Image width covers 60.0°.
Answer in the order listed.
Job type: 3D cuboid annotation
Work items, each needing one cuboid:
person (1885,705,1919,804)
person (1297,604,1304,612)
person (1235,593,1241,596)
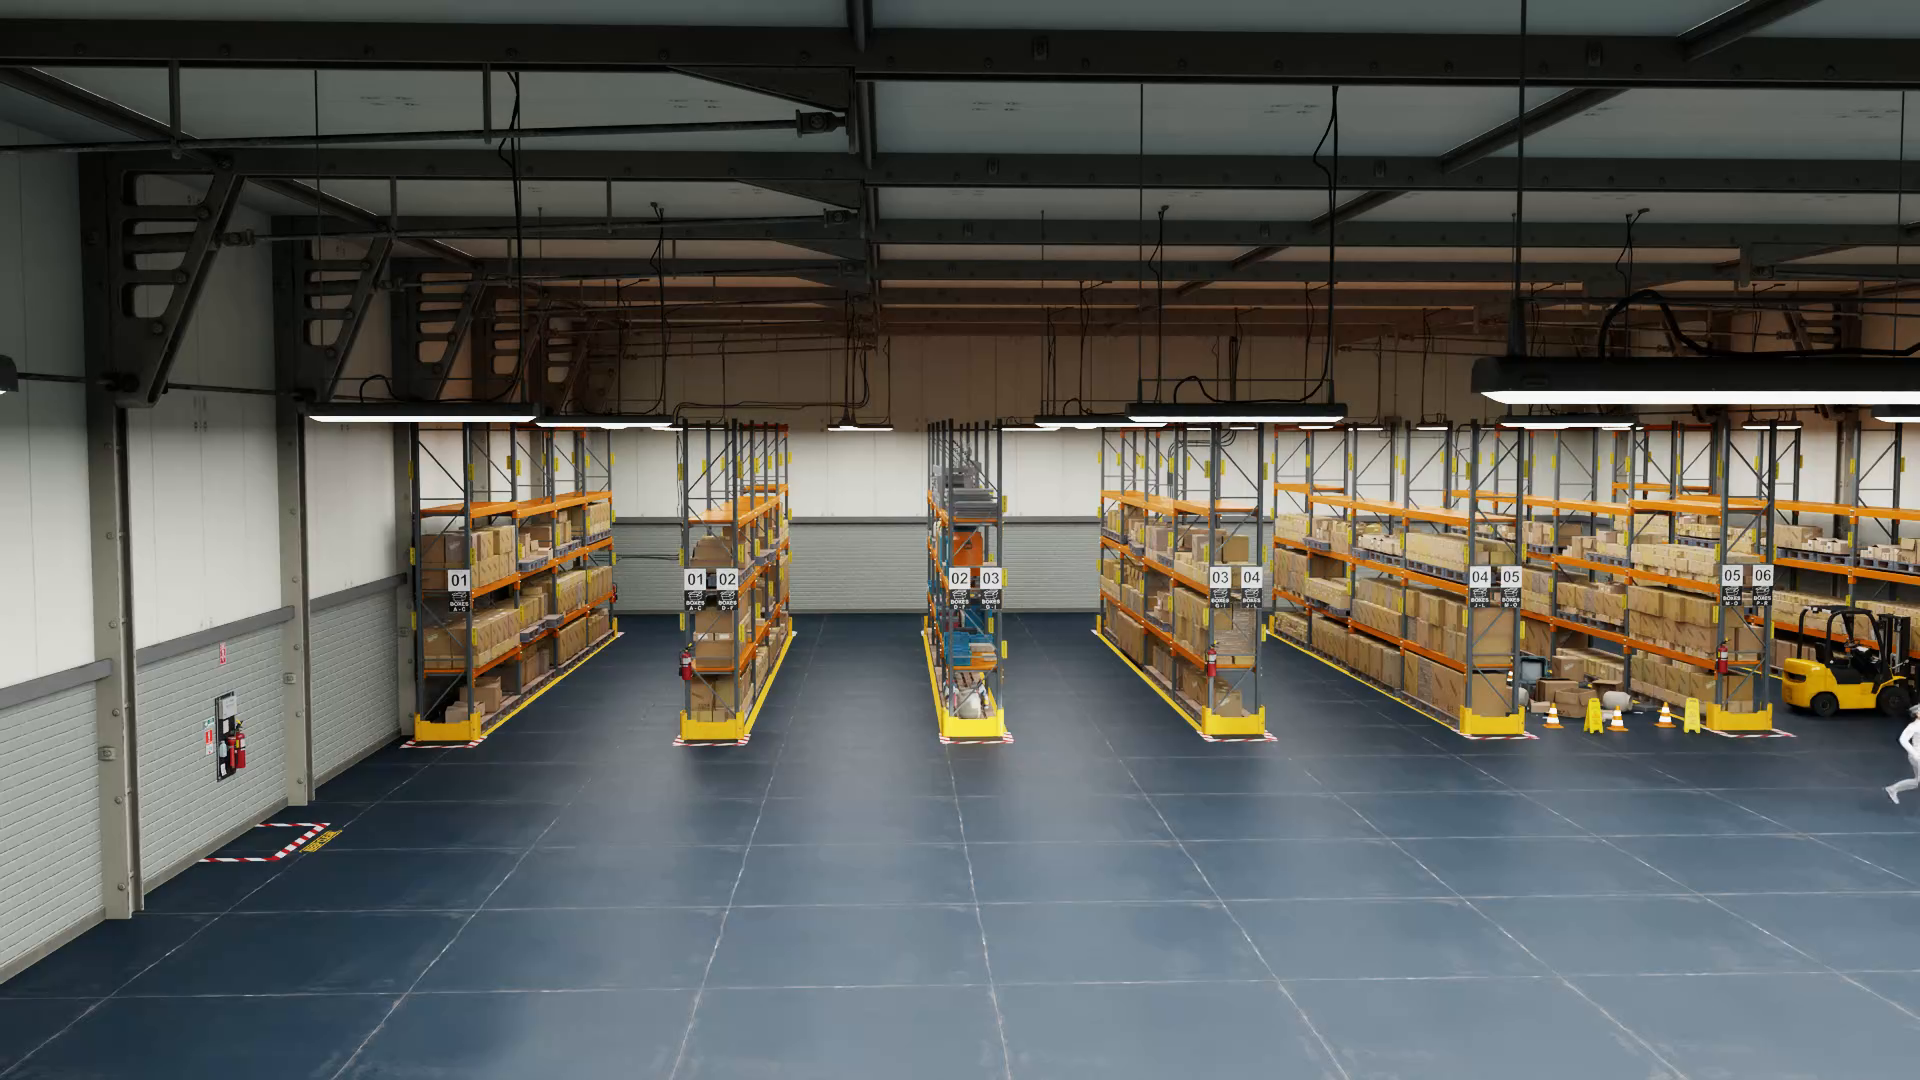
[{"bbox_3d":[14.397,3.278,25.000,0.643,1.657,0.857,-3,5,-43],"label":"person"},{"bbox_3d":[10.133,1.731,49.099,0.736,1.691,0.541,-3,5,-42],"label":"person"},{"bbox_3d":[7.680,1.862,47.951,0.792,1.596,0.525,2,4,29],"label":"person"}]
